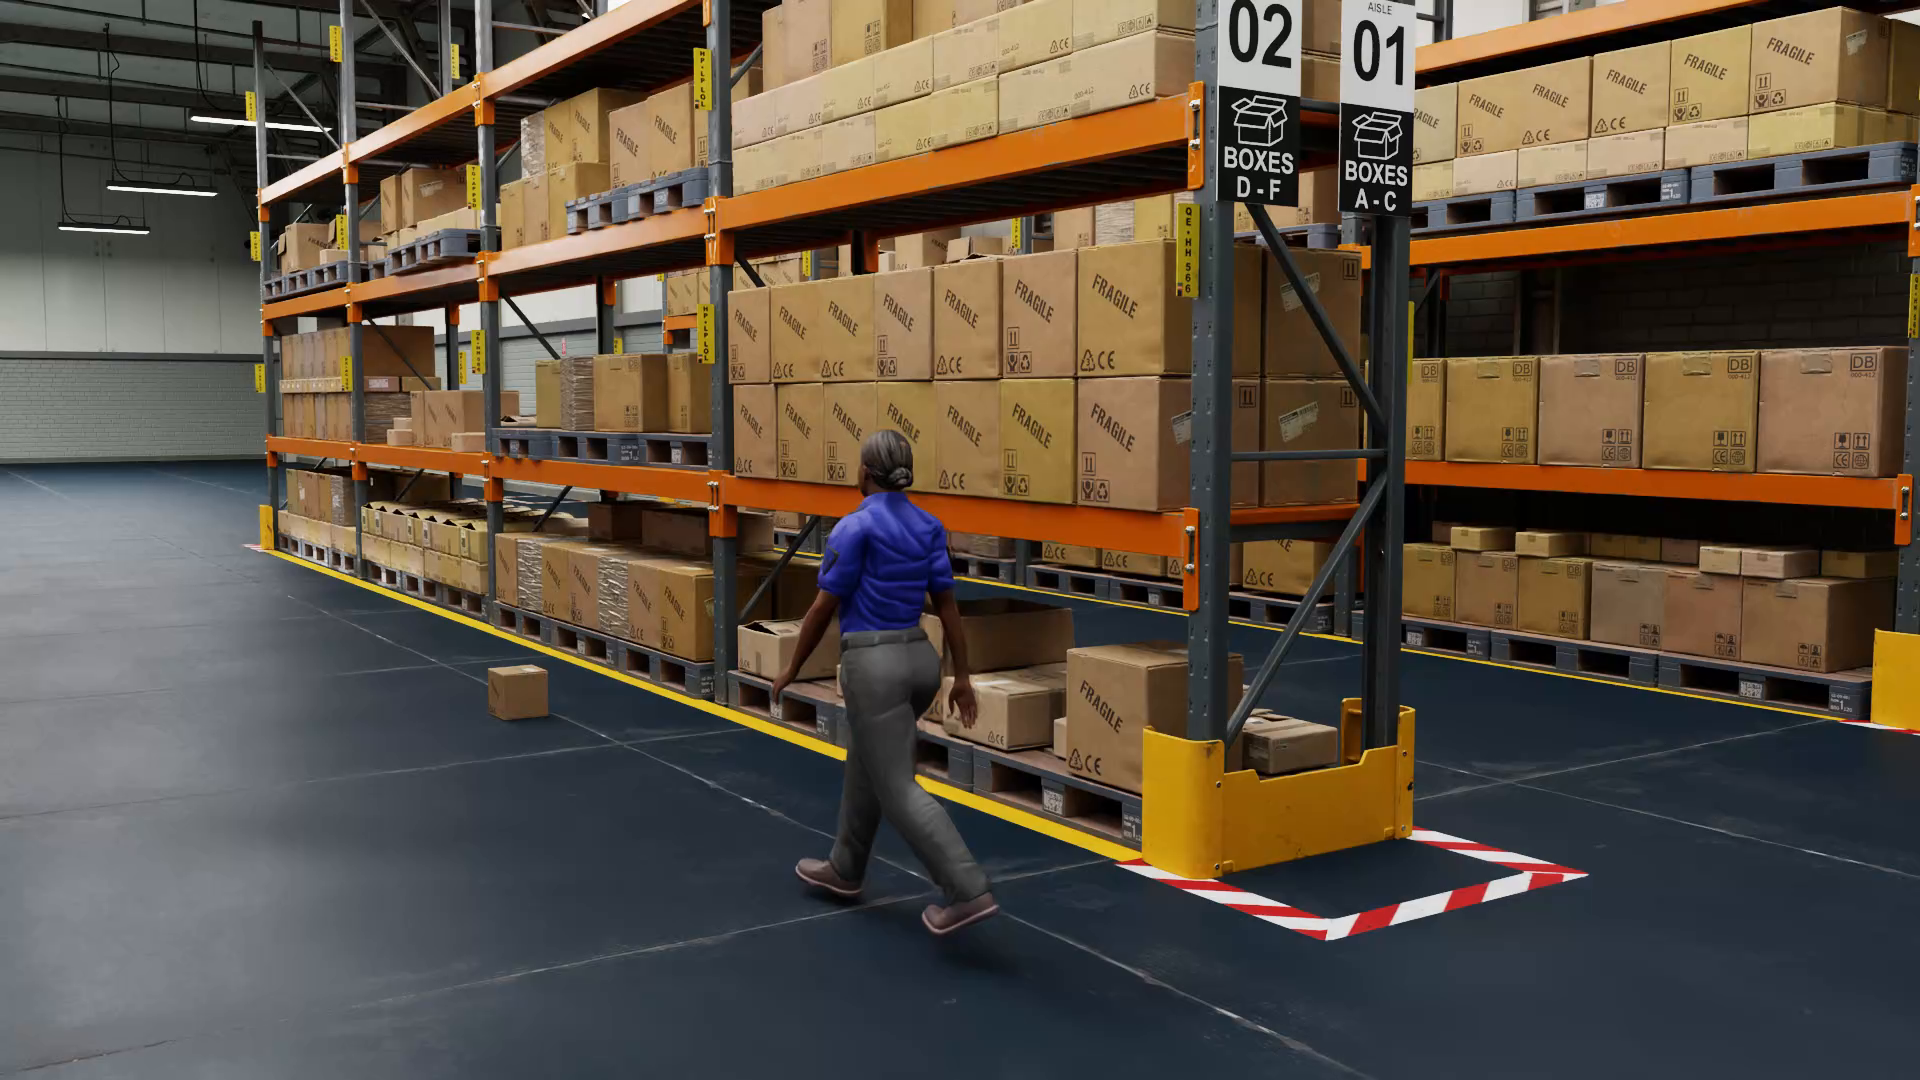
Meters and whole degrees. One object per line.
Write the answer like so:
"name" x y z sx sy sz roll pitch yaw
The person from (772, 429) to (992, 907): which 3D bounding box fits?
"person" -0.183 0.422 5.347 0.883 1.536 0.493 4 7 43
